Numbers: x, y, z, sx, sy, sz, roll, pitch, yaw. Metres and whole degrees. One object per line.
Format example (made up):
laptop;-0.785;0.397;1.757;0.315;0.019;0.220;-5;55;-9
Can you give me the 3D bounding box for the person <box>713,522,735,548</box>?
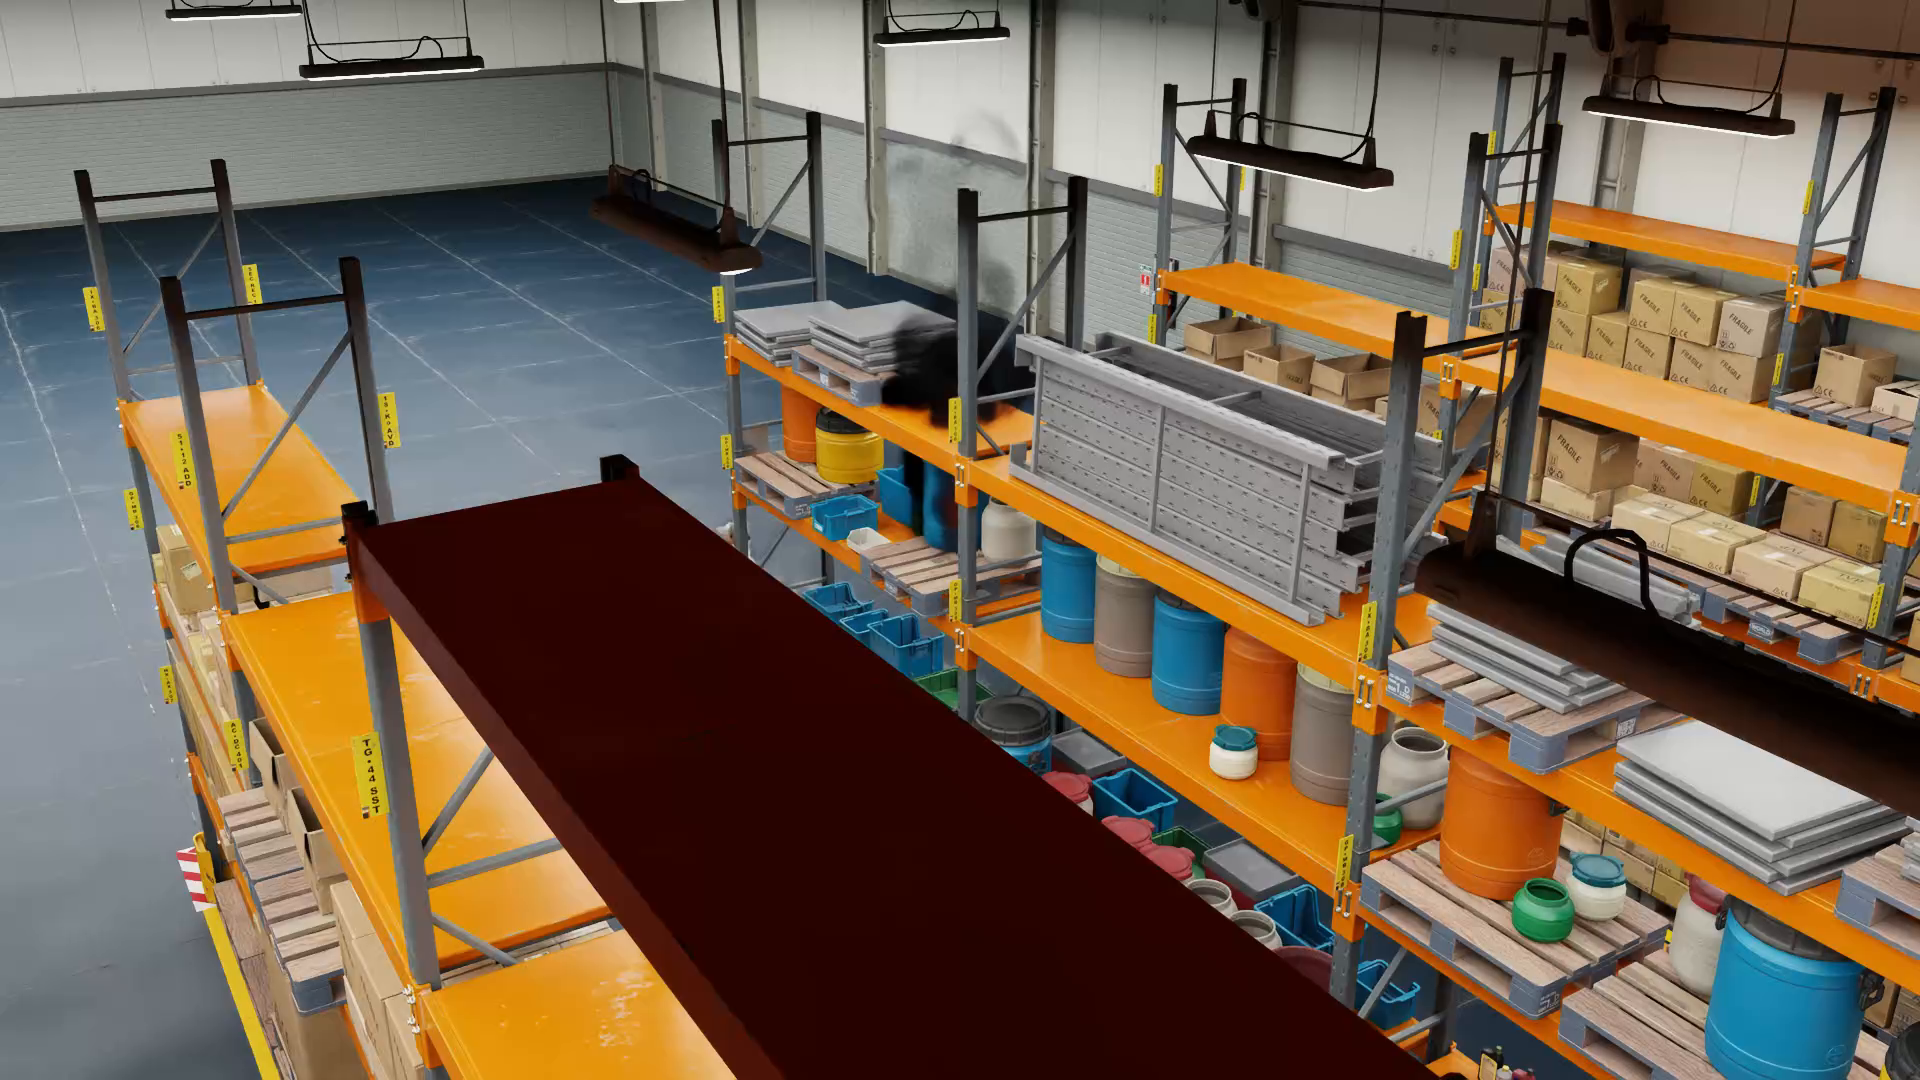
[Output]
person;-2.409;0.587;17.765;0.866;1.658;0.632;2;22;5
